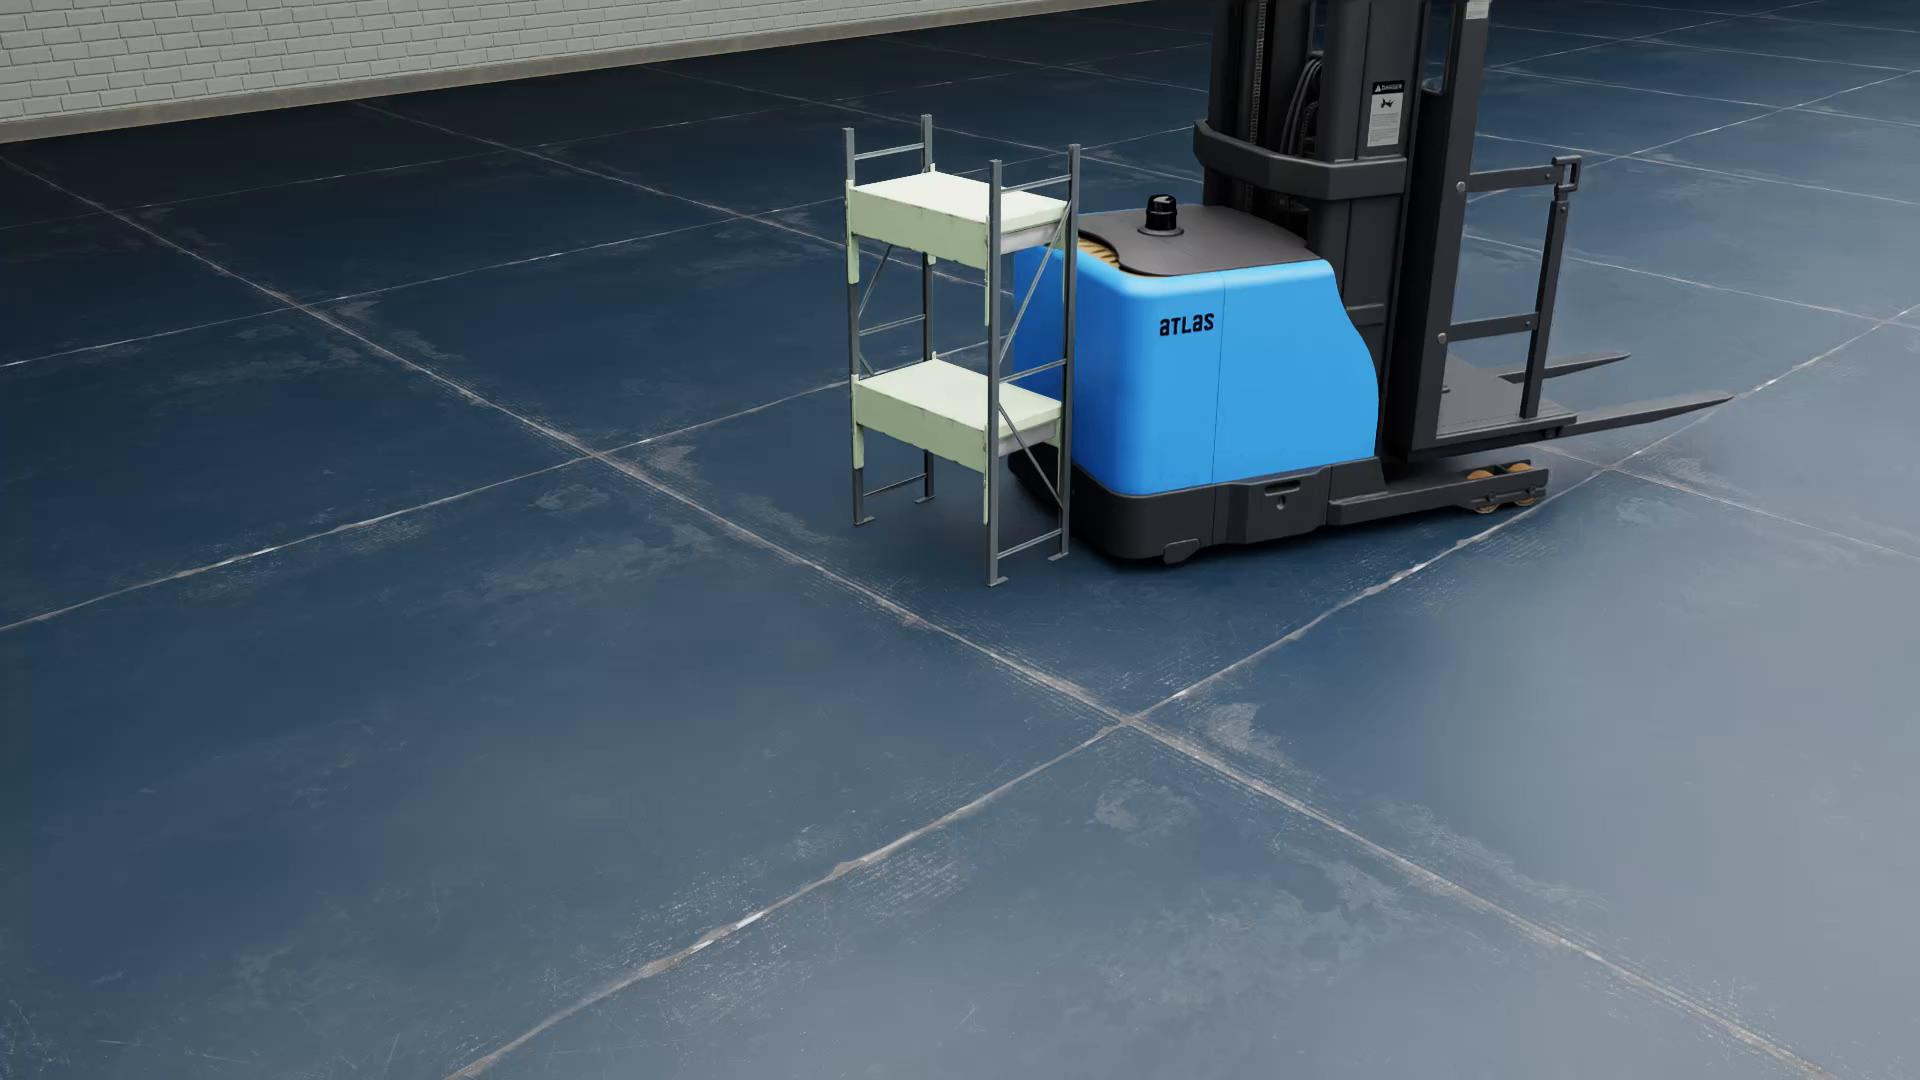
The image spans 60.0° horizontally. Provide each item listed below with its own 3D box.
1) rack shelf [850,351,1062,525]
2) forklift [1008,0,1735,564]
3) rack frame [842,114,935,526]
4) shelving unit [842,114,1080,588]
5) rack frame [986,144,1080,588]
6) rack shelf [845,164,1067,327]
[{"bbox_3d":[-0.005,-0.388,6.078,0.431,0.370,0.720,-21,32,-38],"label":"rack shelf"},{"bbox_3d":[1.760,-1.627,6.285,3.031,2.935,1.130,-10,26,-20],"label":"forklift"},{"bbox_3d":[-0.255,-0.795,6.186,0.400,1.500,0.023,-21,32,-38],"label":"rack frame"},{"bbox_3d":[-0.005,-0.684,5.943,0.431,1.500,0.755,-21,32,-38],"label":"shelving unit"},{"bbox_3d":[0.246,-0.573,5.700,0.400,1.500,0.023,-21,32,-38],"label":"rack frame"},{"bbox_3d":[-0.005,-1.039,5.781,0.431,0.370,0.720,-21,32,-38],"label":"rack shelf"}]
